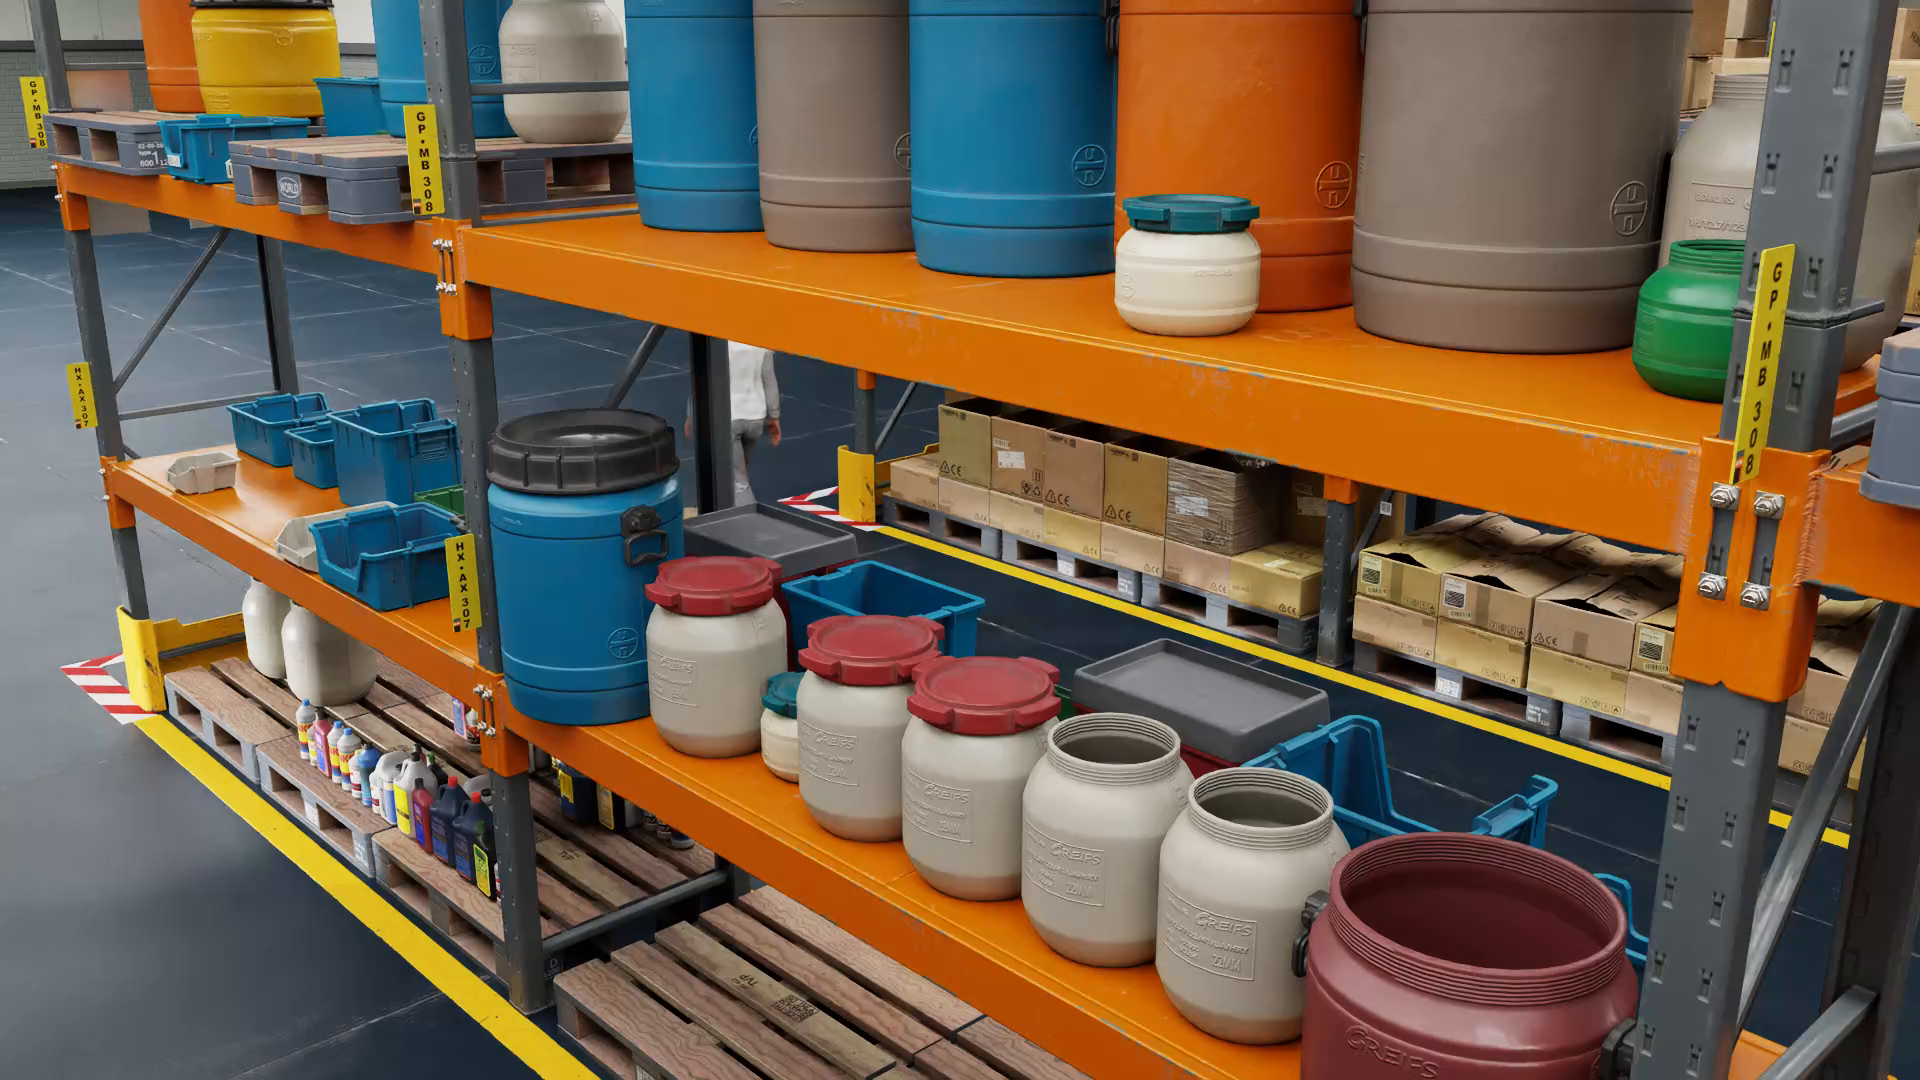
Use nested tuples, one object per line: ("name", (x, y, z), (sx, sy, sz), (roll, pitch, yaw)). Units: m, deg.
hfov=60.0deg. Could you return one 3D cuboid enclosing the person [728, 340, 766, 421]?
("person", (-1.560, -0.832, 11.171), (0.447, 1.744, 0.907), (-12, 21, -34))
